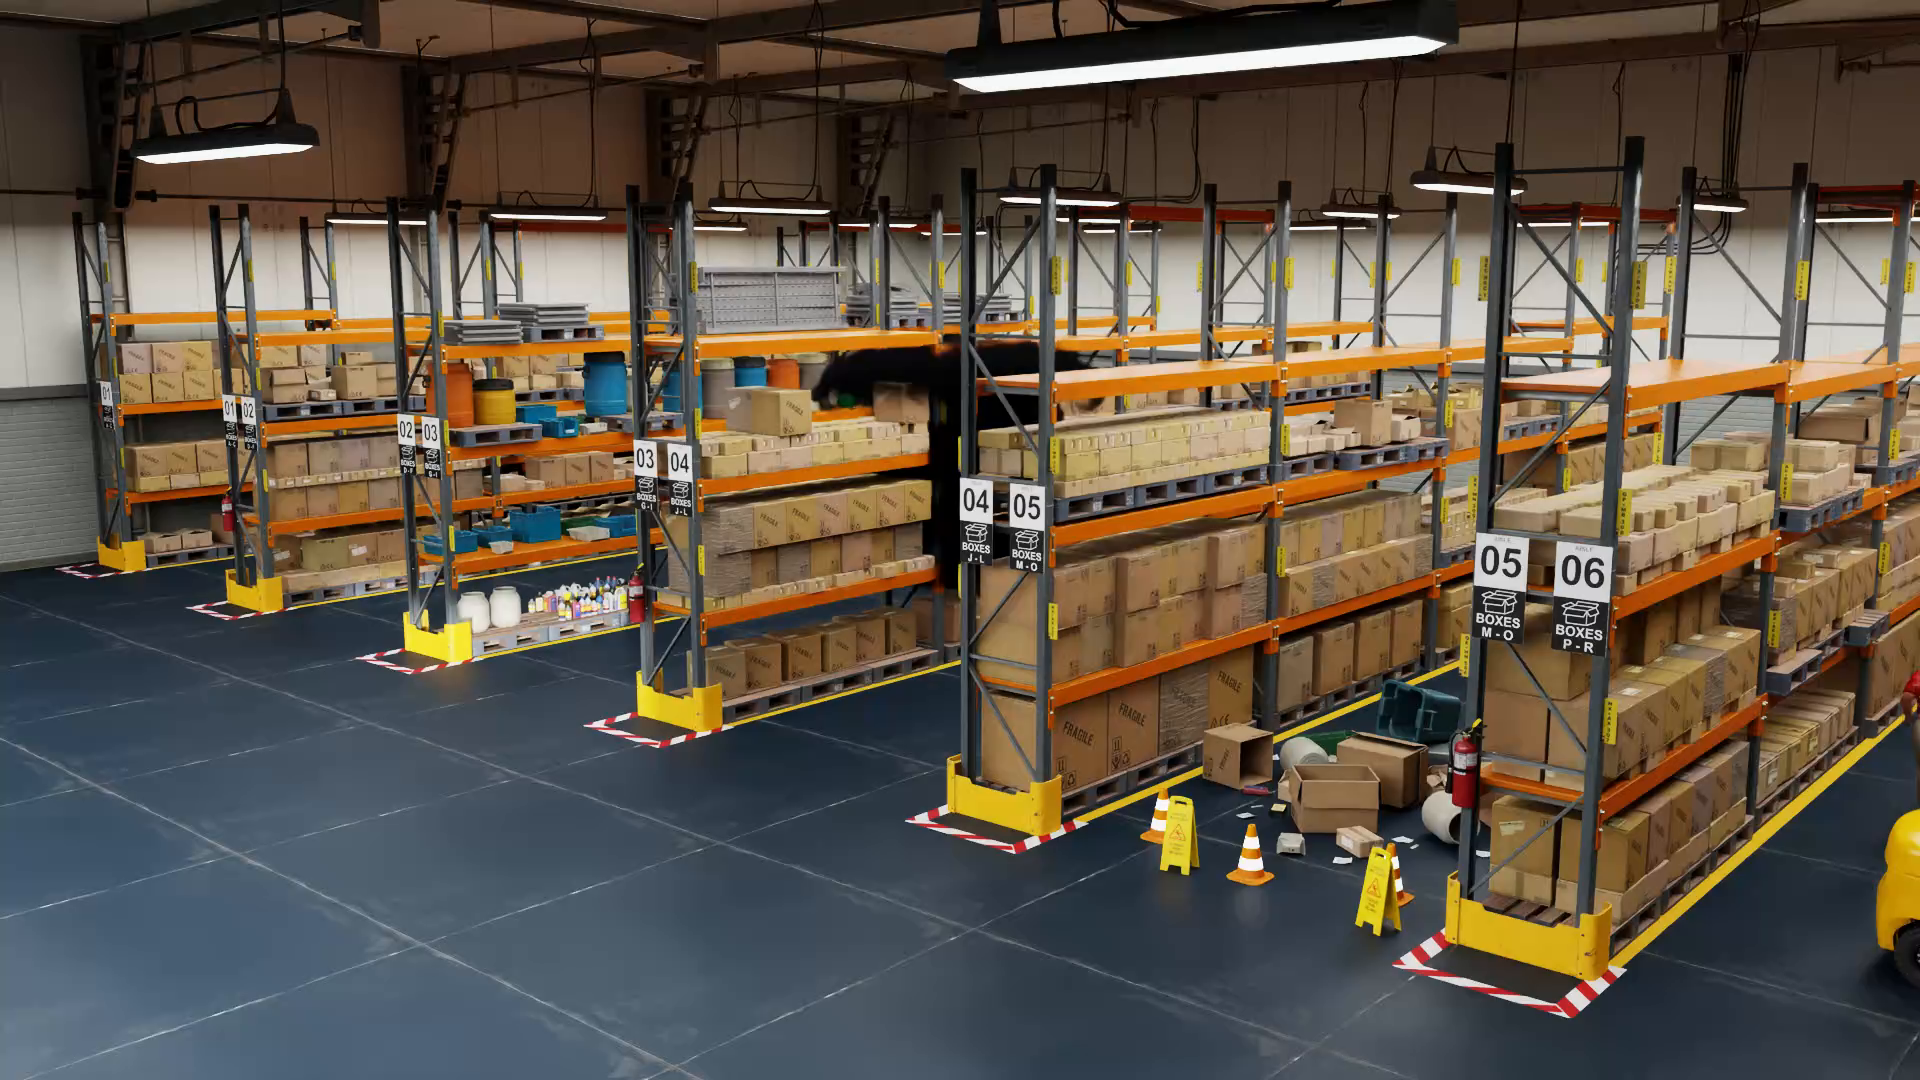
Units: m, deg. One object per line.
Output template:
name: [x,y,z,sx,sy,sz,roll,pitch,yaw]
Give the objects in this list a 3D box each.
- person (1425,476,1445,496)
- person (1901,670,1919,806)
person: [8.110,-0.322,28.454,0.442,1.606,0.789,7,12,34]
person: [9.040,1.818,15.359,0.664,1.676,0.760,6,11,33]
